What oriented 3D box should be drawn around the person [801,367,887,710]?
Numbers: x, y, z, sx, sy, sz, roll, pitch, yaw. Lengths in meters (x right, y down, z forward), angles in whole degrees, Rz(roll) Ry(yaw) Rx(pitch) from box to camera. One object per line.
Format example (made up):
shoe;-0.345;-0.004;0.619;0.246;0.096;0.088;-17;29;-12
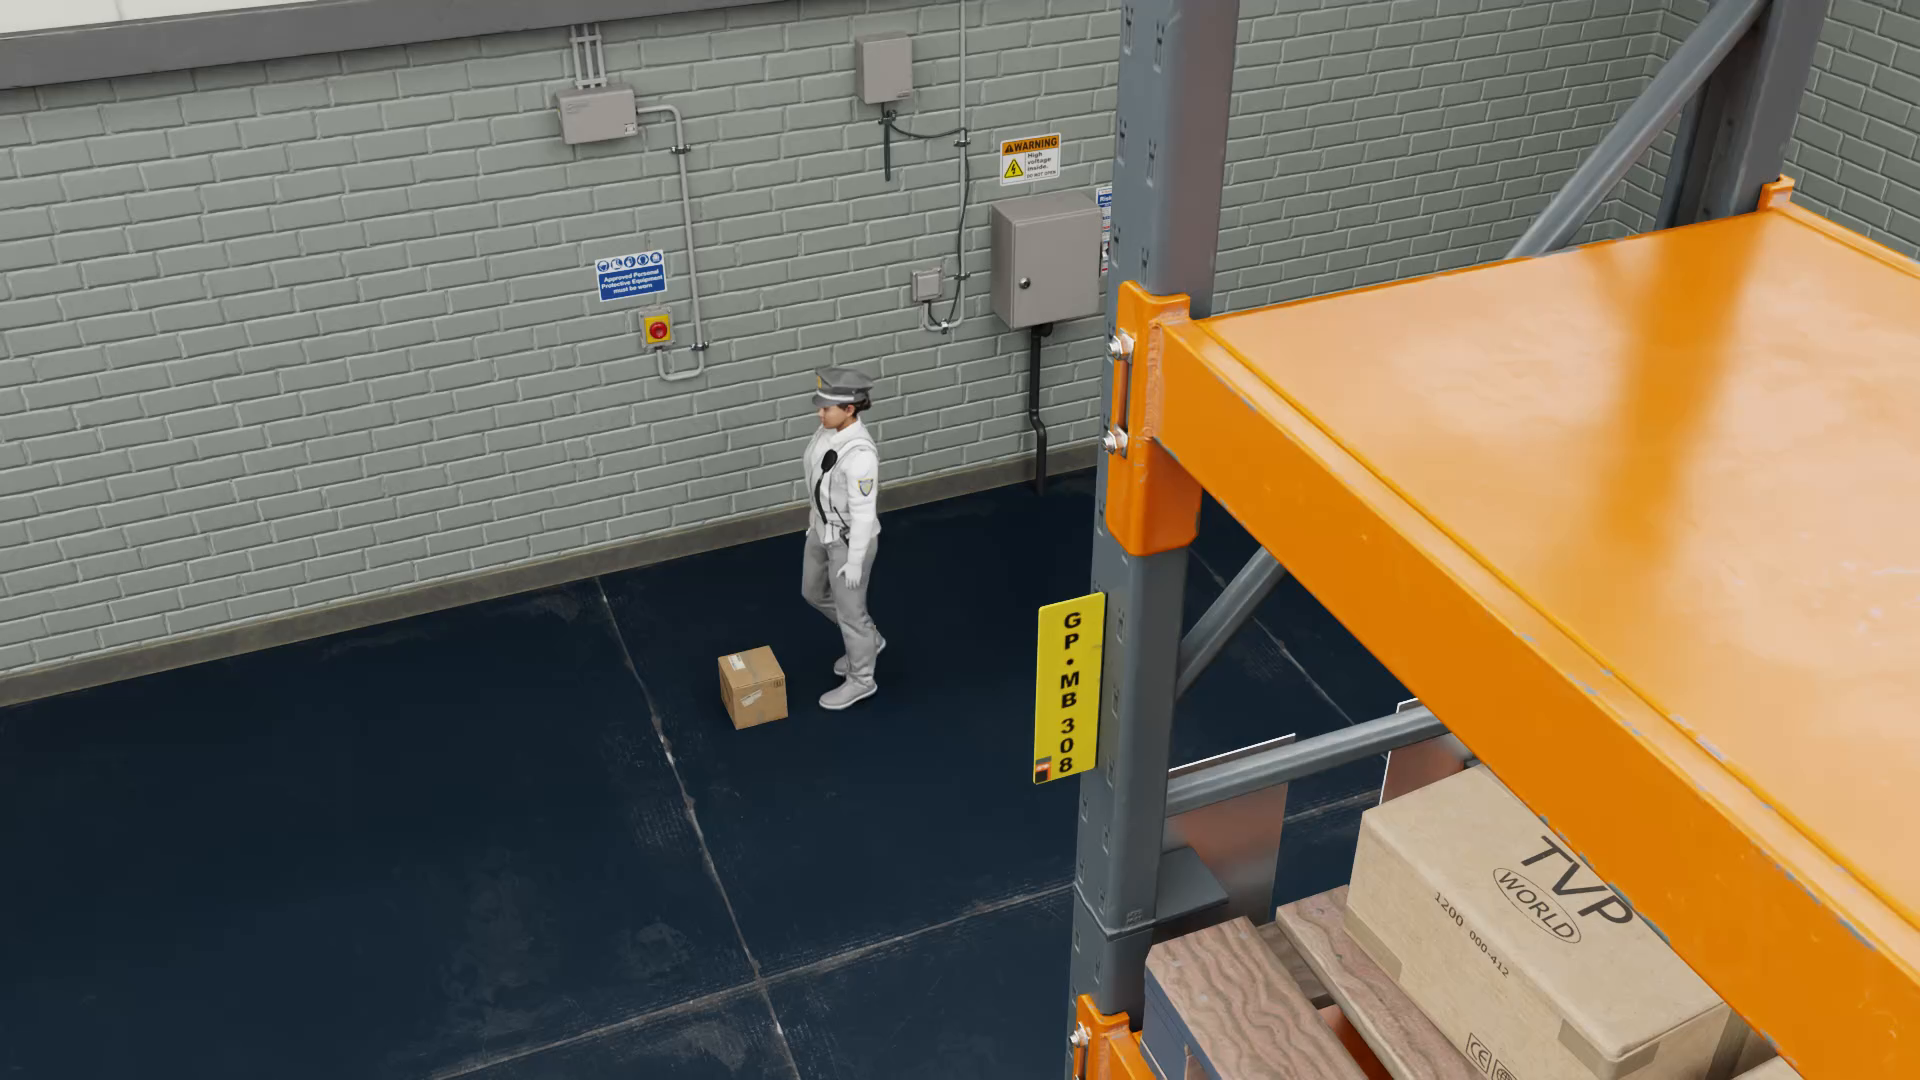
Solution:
person;-0.511;-0.009;7.505;0.401;1.689;0.496;-13;36;-18
